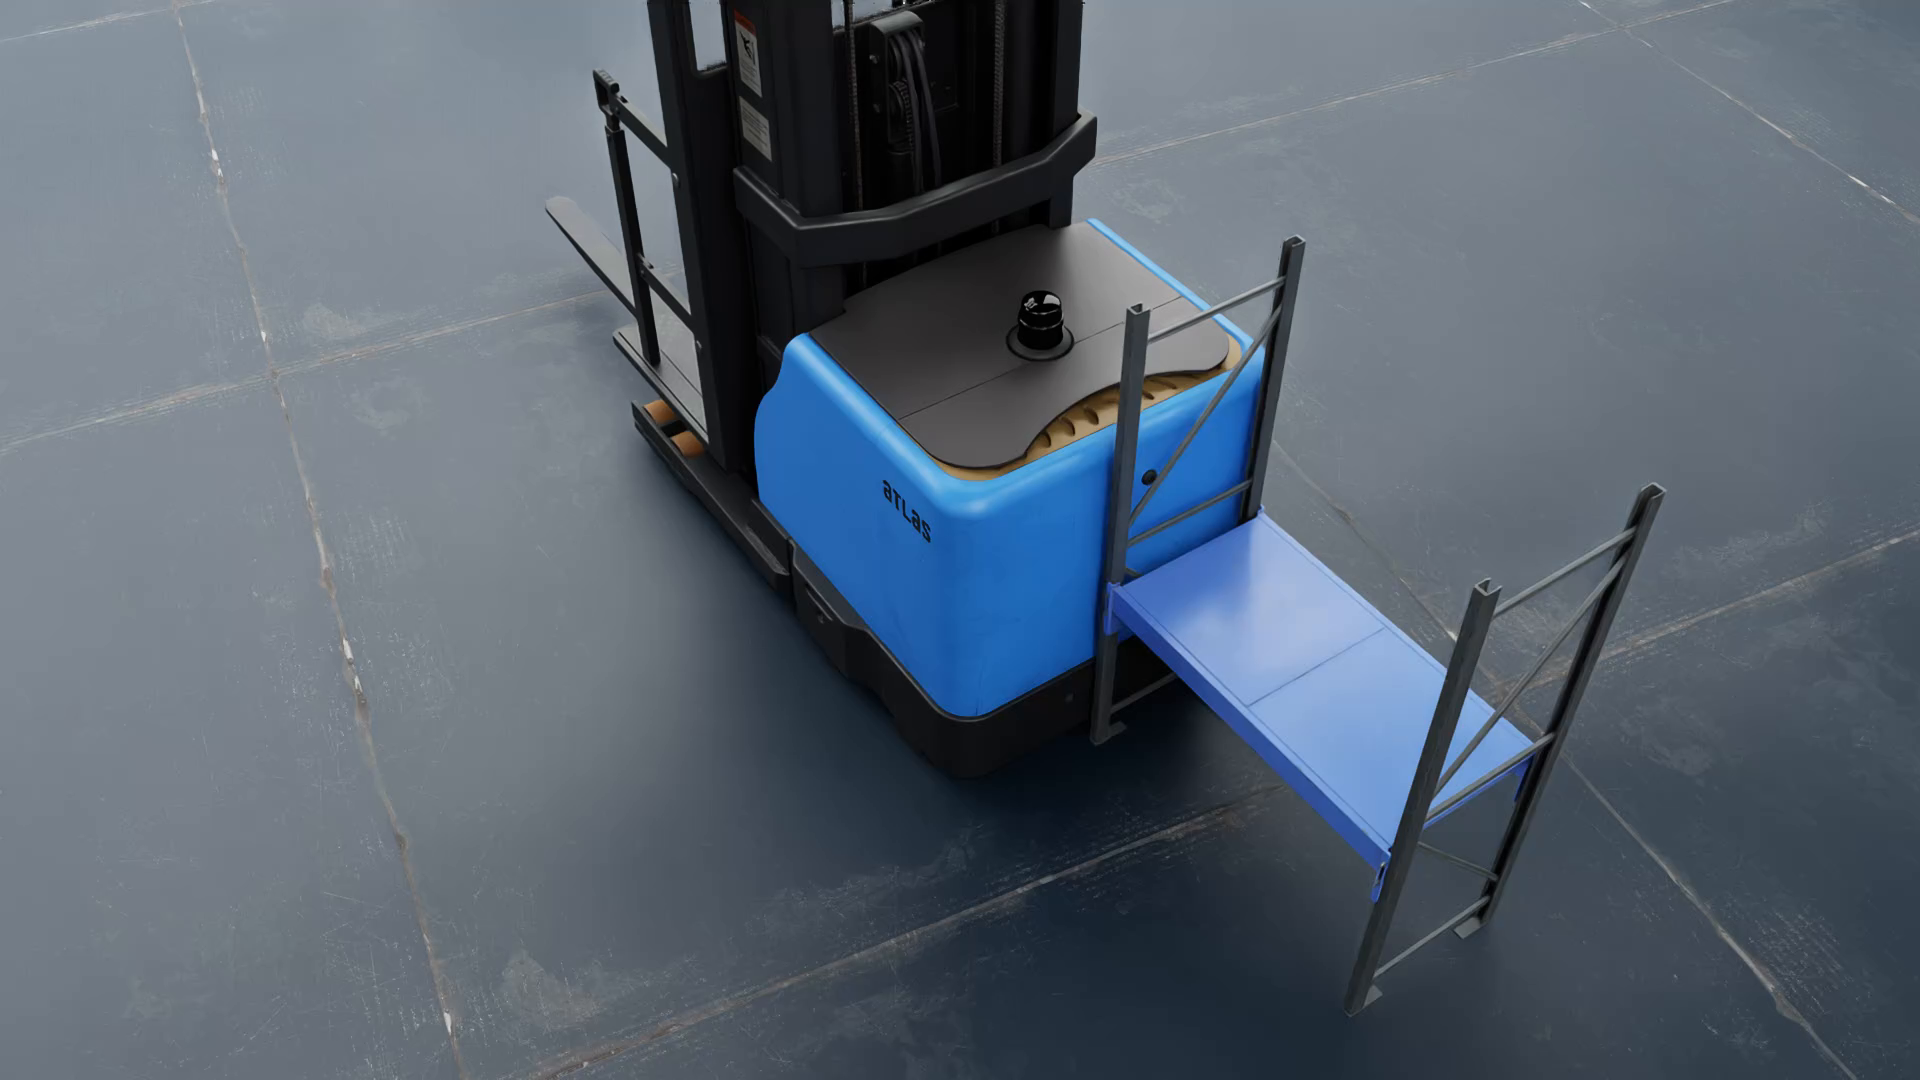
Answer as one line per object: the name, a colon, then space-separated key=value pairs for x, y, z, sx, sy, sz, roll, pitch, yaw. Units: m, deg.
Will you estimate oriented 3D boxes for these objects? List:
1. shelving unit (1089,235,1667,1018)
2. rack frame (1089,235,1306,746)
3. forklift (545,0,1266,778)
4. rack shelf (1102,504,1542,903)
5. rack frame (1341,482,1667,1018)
shelving unit: x=0.865 y=0.233 z=3.946 sx=0.538 sy=1.500 sz=1.048 roll=-26 pitch=50 yaw=-24
rack frame: x=0.579 y=-0.062 z=4.245 sx=0.500 sy=1.500 sz=0.032 roll=-26 pitch=50 yaw=-24
forklift: x=-0.426 y=-1.406 z=4.588 sx=1.130 sy=2.935 sz=3.031 roll=-26 pitch=50 yaw=-24
rack shelf: x=0.865 y=0.361 z=4.072 sx=0.538 sy=0.185 sz=1.000 roll=-26 pitch=50 yaw=-24
rack frame: x=1.151 y=0.528 z=3.647 sx=0.500 sy=1.500 sz=0.032 roll=-26 pitch=50 yaw=-24
